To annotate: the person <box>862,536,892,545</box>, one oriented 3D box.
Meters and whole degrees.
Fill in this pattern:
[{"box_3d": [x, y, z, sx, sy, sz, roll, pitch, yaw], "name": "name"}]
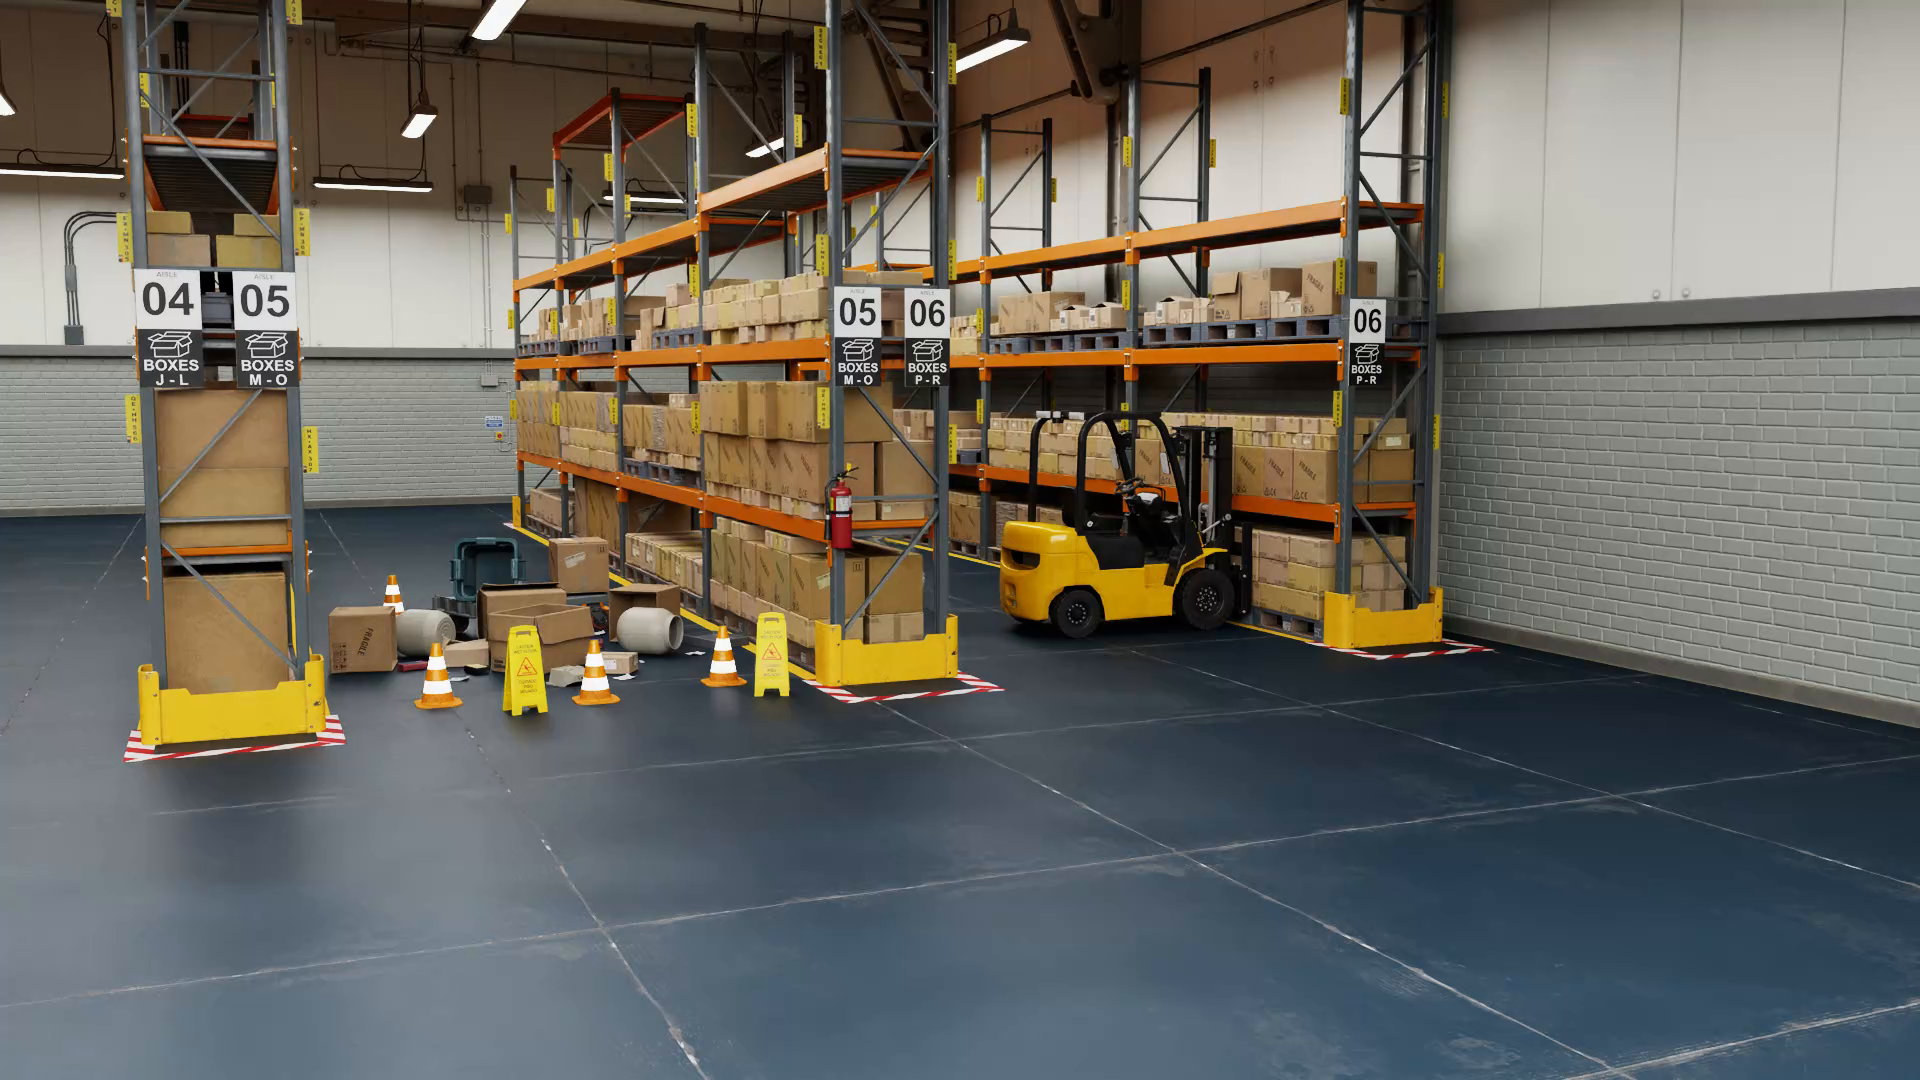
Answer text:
[{"box_3d": [-0.967, -0.194, 18.984, 0.442, 1.623, 1.024, -3, 6, -29], "name": "person"}]
